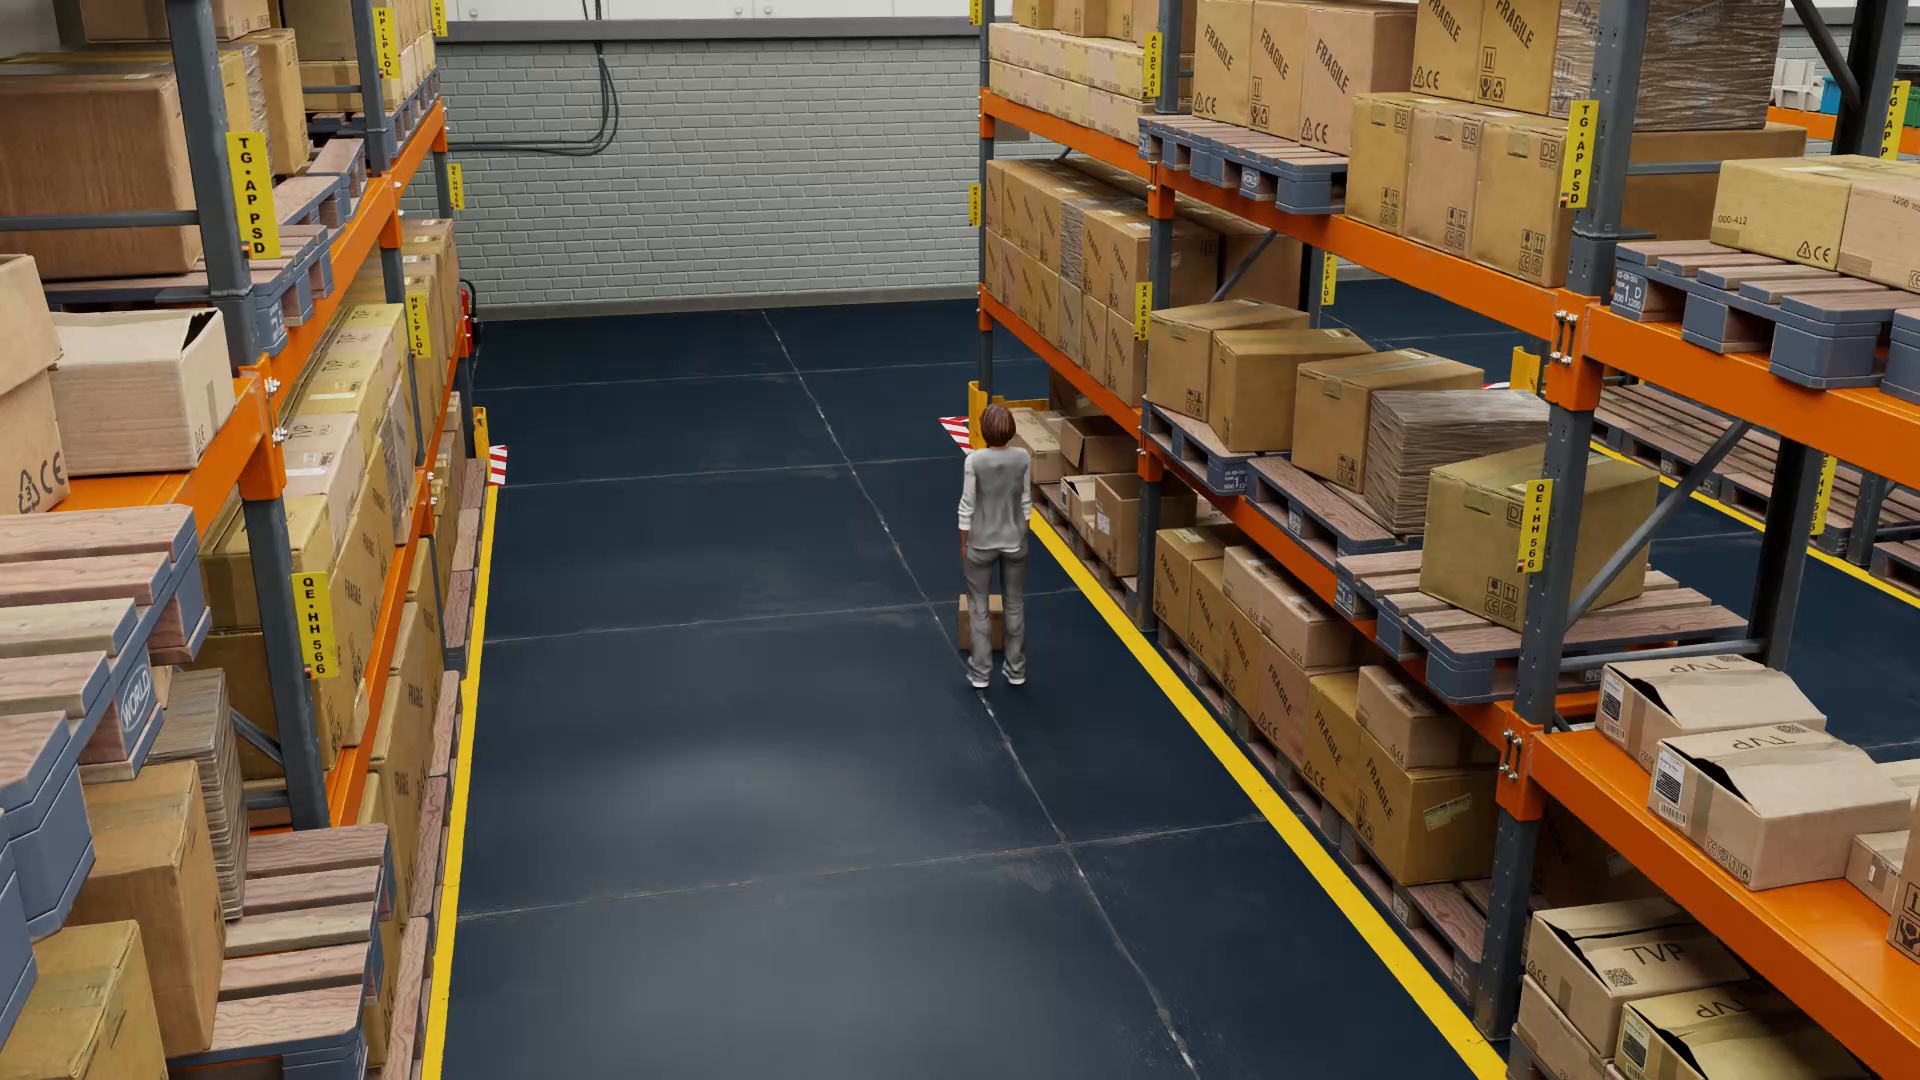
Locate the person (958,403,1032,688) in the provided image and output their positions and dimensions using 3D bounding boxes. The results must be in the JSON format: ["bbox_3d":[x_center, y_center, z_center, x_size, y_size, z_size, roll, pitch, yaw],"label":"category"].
[{"bbox_3d":[0.187,0.039,9.007,0.405,1.587,0.305,-4,20,-11],"label":"person"}]
